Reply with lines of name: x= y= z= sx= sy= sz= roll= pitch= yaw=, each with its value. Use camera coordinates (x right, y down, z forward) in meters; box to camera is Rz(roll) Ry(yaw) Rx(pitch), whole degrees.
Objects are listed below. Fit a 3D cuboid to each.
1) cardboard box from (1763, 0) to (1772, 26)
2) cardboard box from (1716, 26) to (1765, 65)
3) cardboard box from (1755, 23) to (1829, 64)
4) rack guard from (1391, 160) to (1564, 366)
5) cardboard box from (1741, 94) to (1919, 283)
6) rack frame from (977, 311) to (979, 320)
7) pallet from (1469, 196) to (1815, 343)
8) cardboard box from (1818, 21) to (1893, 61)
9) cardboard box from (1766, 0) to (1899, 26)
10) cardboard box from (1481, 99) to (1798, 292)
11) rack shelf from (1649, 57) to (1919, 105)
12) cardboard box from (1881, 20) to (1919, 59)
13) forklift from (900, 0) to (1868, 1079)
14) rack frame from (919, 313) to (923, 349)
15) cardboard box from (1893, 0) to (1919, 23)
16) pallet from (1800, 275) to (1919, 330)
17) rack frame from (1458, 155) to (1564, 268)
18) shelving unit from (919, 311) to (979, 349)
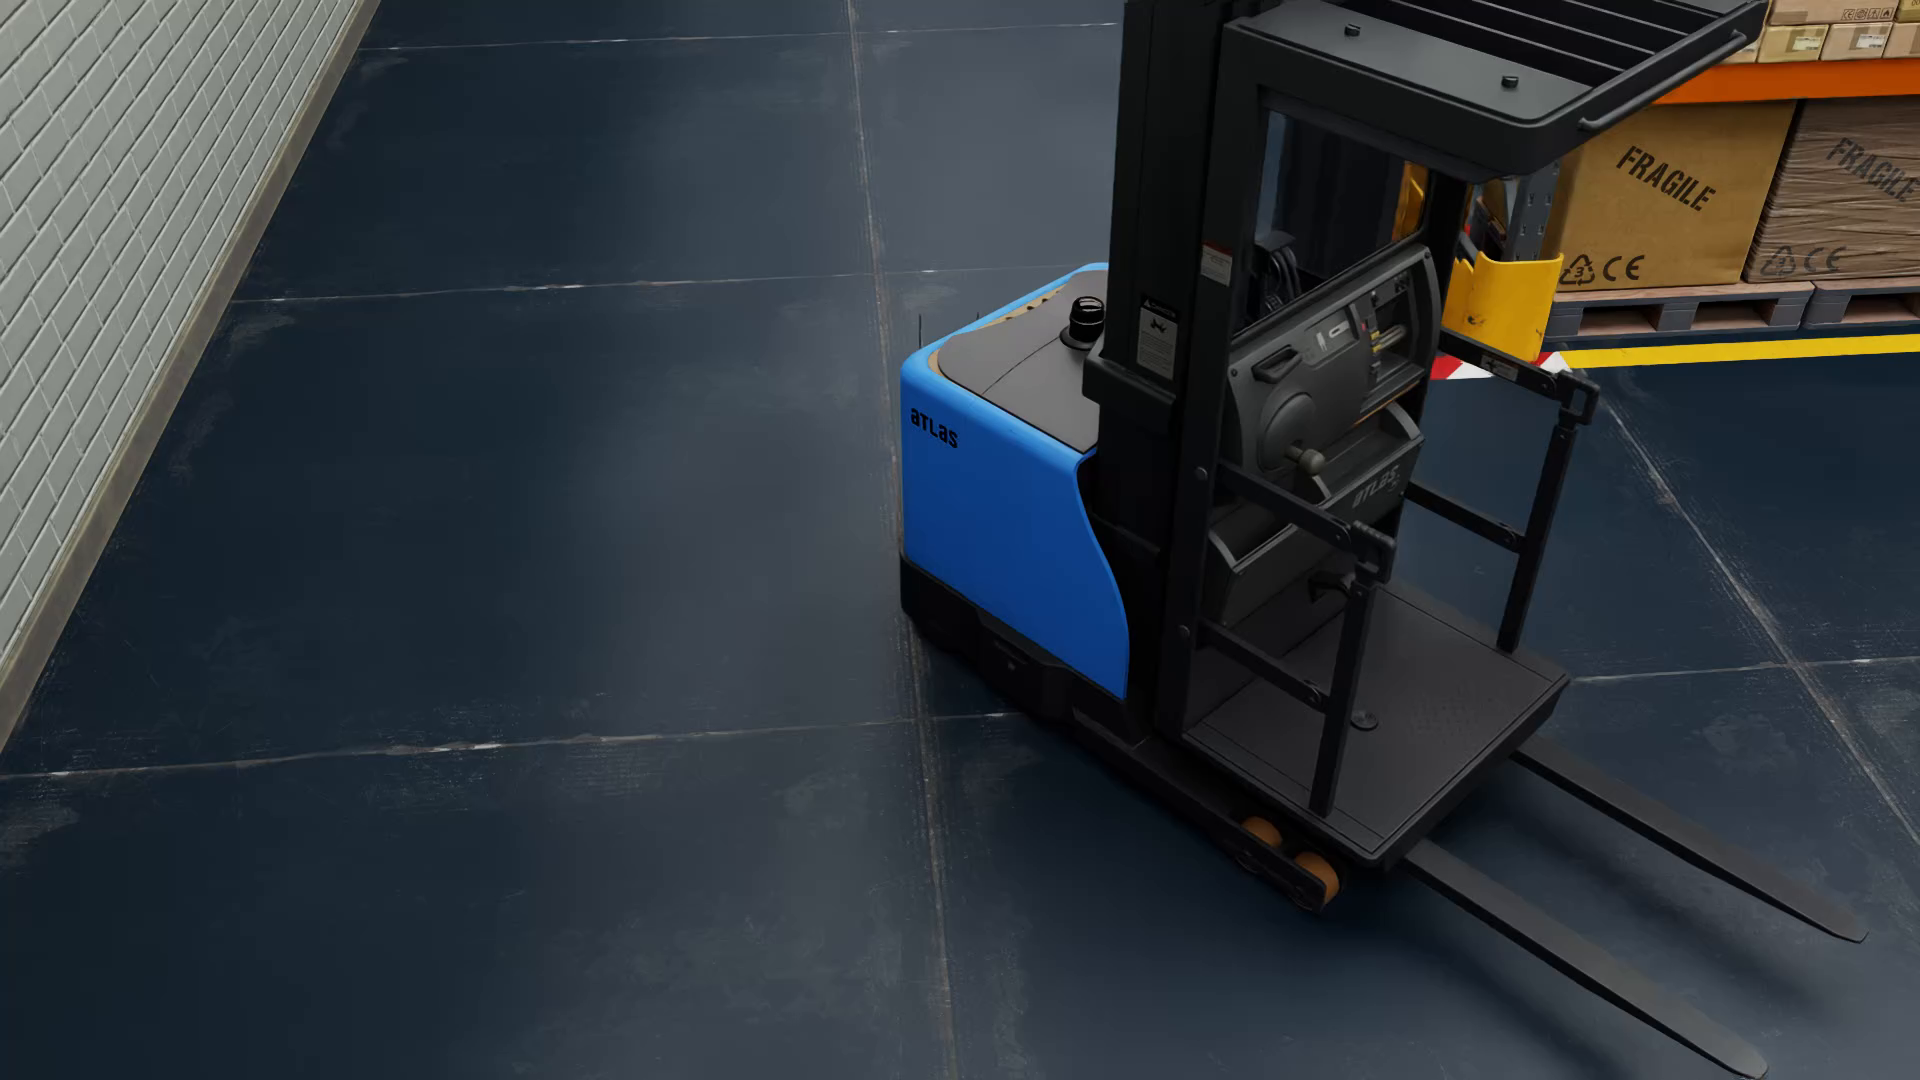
cardboard box: x=2.835 y=-2.216 z=6.518 sx=0.500 sy=0.250 sz=0.500 roll=-4 pitch=38 yaw=-5
cardboard box: x=2.971 y=-2.031 z=6.605 sx=0.250 sy=0.149 sz=0.380 roll=-4 pitch=38 yaw=-5
cardboard box: x=3.226 y=-2.045 z=6.623 sx=0.250 sy=0.149 sz=0.380 roll=-4 pitch=38 yaw=-5
rack guard: x=2.309 y=-1.316 z=7.514 sx=0.348 sy=0.500 sz=1.175 roll=-3 pitch=38 yaw=-4
cardboard box: x=3.869 y=-1.764 z=7.440 sx=0.875 sy=0.875 sz=0.875 roll=-3 pitch=38 yaw=-4
rack frame: x=0.071 y=-0.373 z=5.997 sx=0.006 sy=0.900 sz=0.240 roll=-3 pitch=38 yaw=-3
pallet: x=3.122 y=-1.296 z=7.722 sx=1.213 sy=0.211 sz=1.003 roll=-3 pitch=38 yaw=-4
cardboard box: x=3.485 y=-2.060 z=6.642 sx=0.250 sy=0.149 sz=0.380 roll=-4 pitch=38 yaw=-5
cardboard box: x=3.352 y=-2.249 z=6.560 sx=0.500 sy=0.250 sz=0.500 roll=-4 pitch=38 yaw=-5
cardboard box: x=2.963 y=-1.714 z=7.377 sx=0.875 sy=0.875 sz=0.875 roll=-3 pitch=38 yaw=-4
rack shelf: x=4.325 y=-2.126 z=7.104 sx=4.000 sy=0.370 sz=1.077 roll=-3 pitch=38 yaw=-4
cardboard box: x=3.739 y=-2.073 z=6.659 sx=0.250 sy=0.149 sz=0.380 roll=-4 pitch=38 yaw=-5
forklift: x=1.183 y=-0.433 z=4.433 sx=1.130 sy=2.935 sz=3.031 roll=-31 pitch=48 yaw=-33
rack frame: x=-0.131 y=-0.364 z=5.985 sx=0.006 sy=0.900 sz=0.240 roll=-3 pitch=38 yaw=-3
cardboard box: x=3.853 y=-2.274 z=6.592 sx=0.500 sy=0.250 sz=0.500 roll=-4 pitch=38 yaw=-5
pallet: x=4.334 y=-1.361 z=7.805 sx=1.213 sy=0.211 sz=1.003 roll=-3 pitch=38 yaw=-4
rack frame: x=2.332 y=-2.299 z=6.742 sx=0.127 sy=3.000 sz=1.000 roll=-3 pitch=38 yaw=-4
shelving unit: x=-0.030 y=-0.369 z=5.991 sx=0.210 sy=0.900 sz=0.258 roll=-3 pitch=38 yaw=-3
